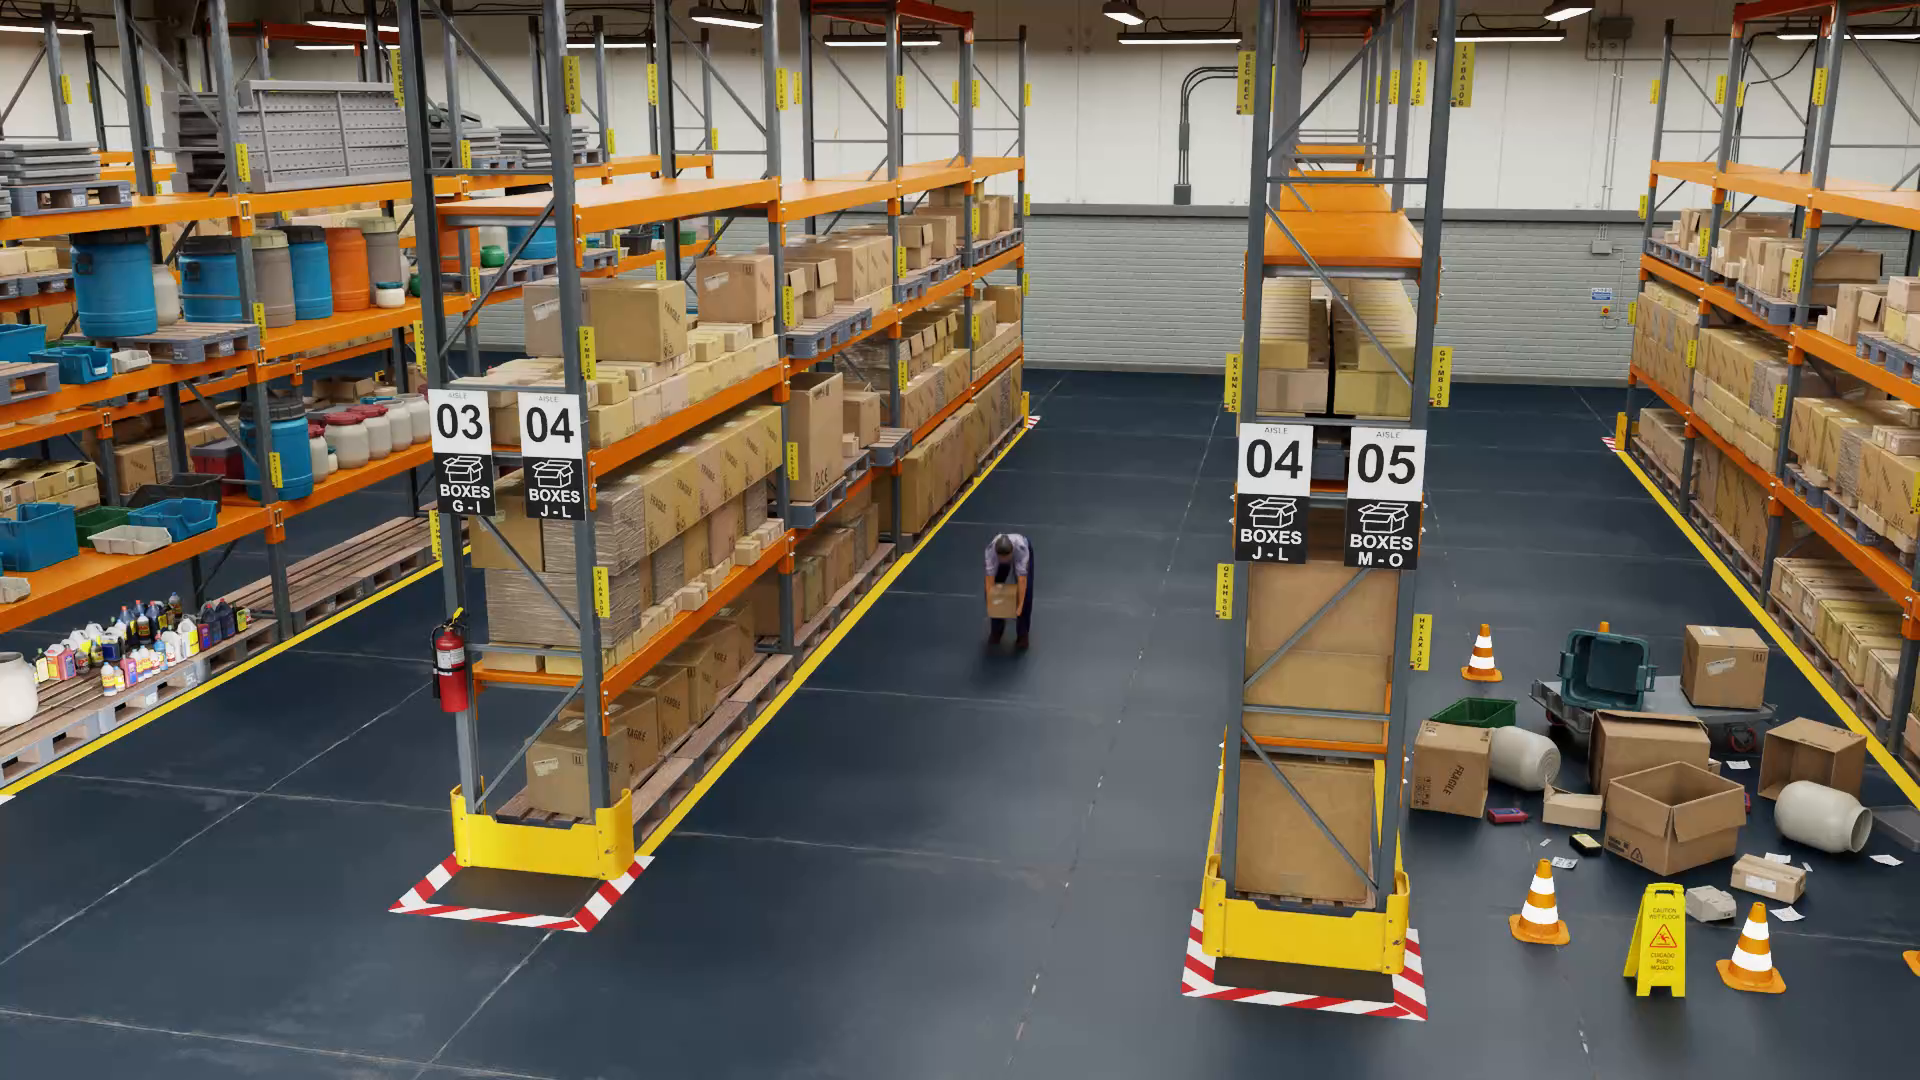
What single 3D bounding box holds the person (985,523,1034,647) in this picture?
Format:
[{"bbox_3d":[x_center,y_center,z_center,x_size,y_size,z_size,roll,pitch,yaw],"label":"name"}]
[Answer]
[{"bbox_3d":[0.438,0.389,15.355,0.447,1.254,0.852,3,15,10],"label":"person"}]
